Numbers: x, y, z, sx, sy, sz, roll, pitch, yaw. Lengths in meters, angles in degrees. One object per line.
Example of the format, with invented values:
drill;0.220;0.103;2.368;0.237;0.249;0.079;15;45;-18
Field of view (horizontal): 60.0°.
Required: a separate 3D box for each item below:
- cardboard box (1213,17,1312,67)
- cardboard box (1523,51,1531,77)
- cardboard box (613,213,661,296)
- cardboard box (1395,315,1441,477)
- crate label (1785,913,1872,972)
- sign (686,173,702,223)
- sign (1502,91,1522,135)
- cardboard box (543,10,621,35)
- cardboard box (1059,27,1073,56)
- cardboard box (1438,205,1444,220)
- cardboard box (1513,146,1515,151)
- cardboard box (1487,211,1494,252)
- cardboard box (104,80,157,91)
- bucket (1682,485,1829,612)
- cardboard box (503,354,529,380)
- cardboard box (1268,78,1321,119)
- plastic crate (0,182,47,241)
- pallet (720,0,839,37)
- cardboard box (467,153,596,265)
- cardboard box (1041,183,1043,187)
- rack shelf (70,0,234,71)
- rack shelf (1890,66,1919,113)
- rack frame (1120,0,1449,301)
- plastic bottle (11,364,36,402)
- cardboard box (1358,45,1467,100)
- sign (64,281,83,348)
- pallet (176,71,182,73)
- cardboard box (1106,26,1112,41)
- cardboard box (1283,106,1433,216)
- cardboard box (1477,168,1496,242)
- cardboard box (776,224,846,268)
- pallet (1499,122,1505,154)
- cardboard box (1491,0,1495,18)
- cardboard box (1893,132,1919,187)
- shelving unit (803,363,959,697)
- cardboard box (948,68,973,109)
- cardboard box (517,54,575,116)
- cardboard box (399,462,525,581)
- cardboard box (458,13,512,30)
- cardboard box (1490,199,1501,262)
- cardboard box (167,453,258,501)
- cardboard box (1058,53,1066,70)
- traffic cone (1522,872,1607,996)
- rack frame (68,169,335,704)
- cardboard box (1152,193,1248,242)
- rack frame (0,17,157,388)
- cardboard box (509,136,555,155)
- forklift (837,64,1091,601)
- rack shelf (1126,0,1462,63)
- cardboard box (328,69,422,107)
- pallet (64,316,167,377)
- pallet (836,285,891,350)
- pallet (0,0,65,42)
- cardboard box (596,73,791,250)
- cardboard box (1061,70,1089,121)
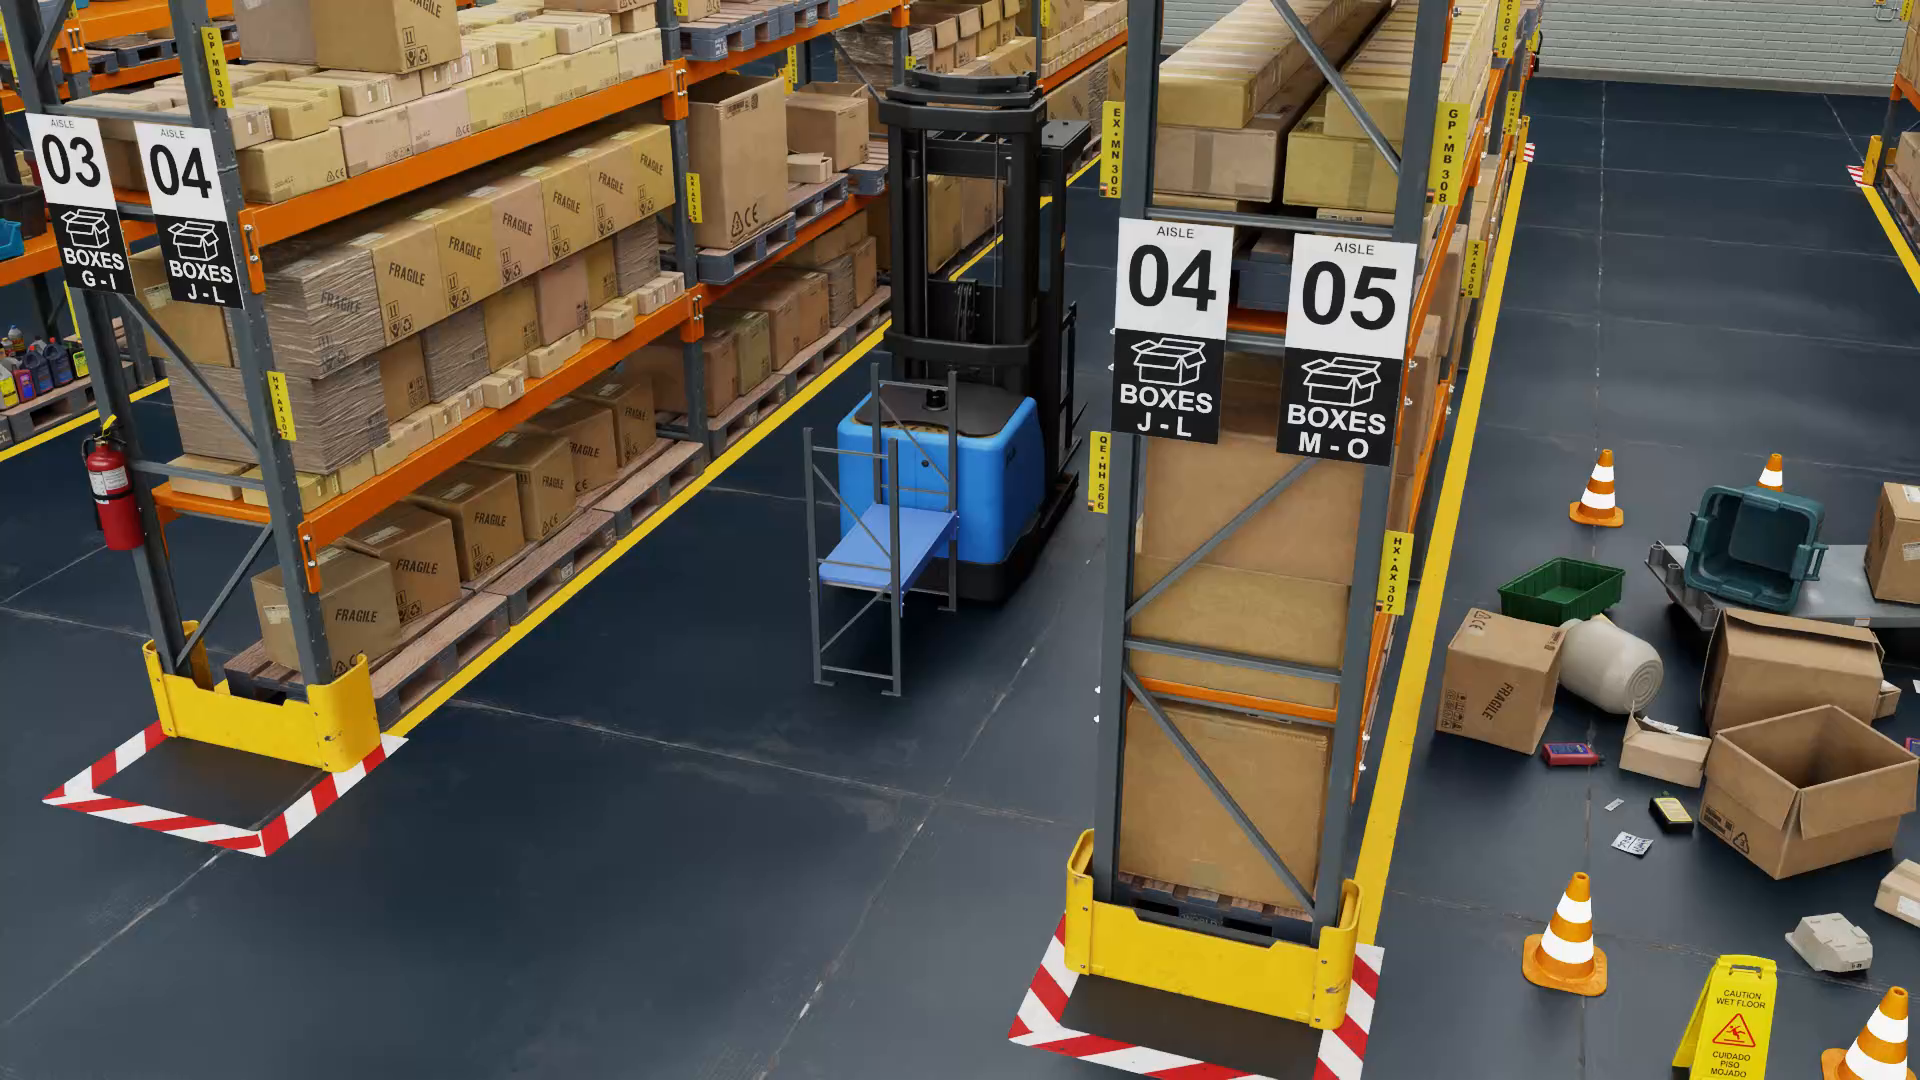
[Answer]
cardboard box;1.256;-2.078;6.934;0.380;0.149;0.250;8;27;17
cardboard box;5.795;-5.221;17.636;0.500;0.500;0.500;8;27;16
cardboard box;-2.480;-1.946;10.870;0.875;0.500;0.500;9;27;17
cardboard box;1.611;-0.688;7.318;0.875;0.550;0.550;9;27;17
crate label;3.712;1.710;7.062;0.250;0.136;0.298;-5;26;-9
sign;-1.758;-2.257;10.976;0.100;0.325;0.005;9;27;17
sign;4.227;-3.268;12.728;0.100;0.325;0.005;9;27;17
cardboard box;-2.283;-3.133;10.050;0.380;0.149;0.250;9;27;18
cardboard box;0.963;-5.655;18.819;0.500;0.250;0.500;9;27;17
cardboard box;1.625;-1.311;6.266;0.380;0.149;0.250;9;27;18
cardboard box;6.127;-4.466;18.980;0.380;0.149;0.250;9;27;18
cardboard box;4.329;-2.684;14.377;0.500;0.250;0.500;8;27;17
cardboard box;-9.841;-5.298;19.754;0.500;0.250;0.500;8;27;16
bucket;4.500;-0.002;9.325;0.726;0.611;0.620;20;22;35
cardboard box;-2.735;-0.993;9.646;0.380;0.149;0.250;9;27;17
cardboard box;1.107;-1.636;6.478;0.500;0.250;0.500;9;27;18
plastic crate;-7.237;-2.436;12.411;0.767;0.338;0.504;9;27;17
pallet;-1.624;-3.873;12.081;1.213;0.211;1.003;9;27;17
cardboard box;-2.495;-1.936;9.702;0.500;0.500;0.500;9;27;17
cardboard box;0.196;-4.197;17.933;1.225;0.875;0.875;9;27;18
rack shelf;-6.278;-4.509;14.004;1.077;0.370;4.000;9;27;17
rack shelf;10.400;-4.291;16.996;1.077;0.370;4.000;9;27;17
rack frame;1.040;-2.238;5.046;1.000;3.000;0.127;9;27;17
plastic bottle;-6.964;-1.178;12.353;0.061;0.283;0.133;11;28;21
cardboard box;1.705;-1.771;6.300;0.380;0.149;0.250;9;27;18
sign;-4.120;-1.051;7.787;0.100;0.325;0.005;9;27;17
pallet;-12.485;-7.434;25.862;1.003;0.211;1.213;9;27;17
cardboard box;1.659;-6.254;20.513;0.380;0.149;0.250;9;27;18
cardboard box;1.443;-1.350;5.887;0.500;0.250;0.500;9;27;17
cardboard box;3.638;-2.442;12.236;0.500;0.500;0.500;9;27;17
cardboard box;-1.303;-2.498;13.970;0.500;0.250;0.500;12;28;23
pallet;4.322;-3.559;14.878;1.003;0.211;1.213;9;27;17
cardboard box;2.382;-2.608;8.030;0.380;0.149;0.250;9;27;17
cardboard box;10.941;-4.187;18.414;0.875;0.438;0.875;8;27;16
shelving unit;-0.407;-0.075;9.183;0.538;1.500;1.048;8;27;15
cardboard box;-0.186;-4.215;15.899;0.500;0.500;0.500;8;27;17
cardboard box;-2.526;-2.577;9.360;0.500;0.250;0.500;9;27;17
cardboard box;-2.987;-0.122;9.947;0.500;0.500;0.500;11;28;22
cardboard box;-2.847;-2.981;9.737;0.380;0.149;0.250;10;27;19
cardboard box;4.854;-2.982;15.853;0.500;0.500;0.500;8;27;16
cardboard box;-3.703;-0.333;8.284;0.380;0.149;0.250;9;27;17
cardboard box;0.976;-5.407;18.763;0.380;0.149;0.250;10;27;19
traffic cone;2.556;1.591;6.932;0.336;0.463;0.334;9;27;17
rack frame;-3.604;-0.299;7.925;1.000;3.000;0.127;9;27;17
cardboard box;0.831;-1.195;6.025;0.380;0.149;0.250;9;27;17
rack frame;-6.943;-2.661;12.804;1.000;3.000;0.127;9;27;17
cardboard box;-2.827;-2.218;10.285;0.500;0.500;0.500;9;27;17
forklift;0.182;-1.580;10.649;1.130;2.935;3.031;8;27;15
rack shelf;1.706;-2.556;6.988;1.077;0.370;4.000;9;27;17
cardboard box;-2.906;-2.255;8.239;0.380;0.149;0.250;9;27;17
pallet;-6.718;-1.734;14.089;1.003;0.211;1.213;9;27;17
pallet;-1.203;-2.010;14.660;1.003;0.211;1.213;9;27;17
pallet;-7.091;-3.615;11.549;1.213;0.211;1.003;9;27;17
cardboard box;-1.876;-2.708;11.730;1.000;1.000;1.000;9;27;18
cardboard box;0.984;-5.092;19.782;0.875;0.875;0.875;9;27;17
